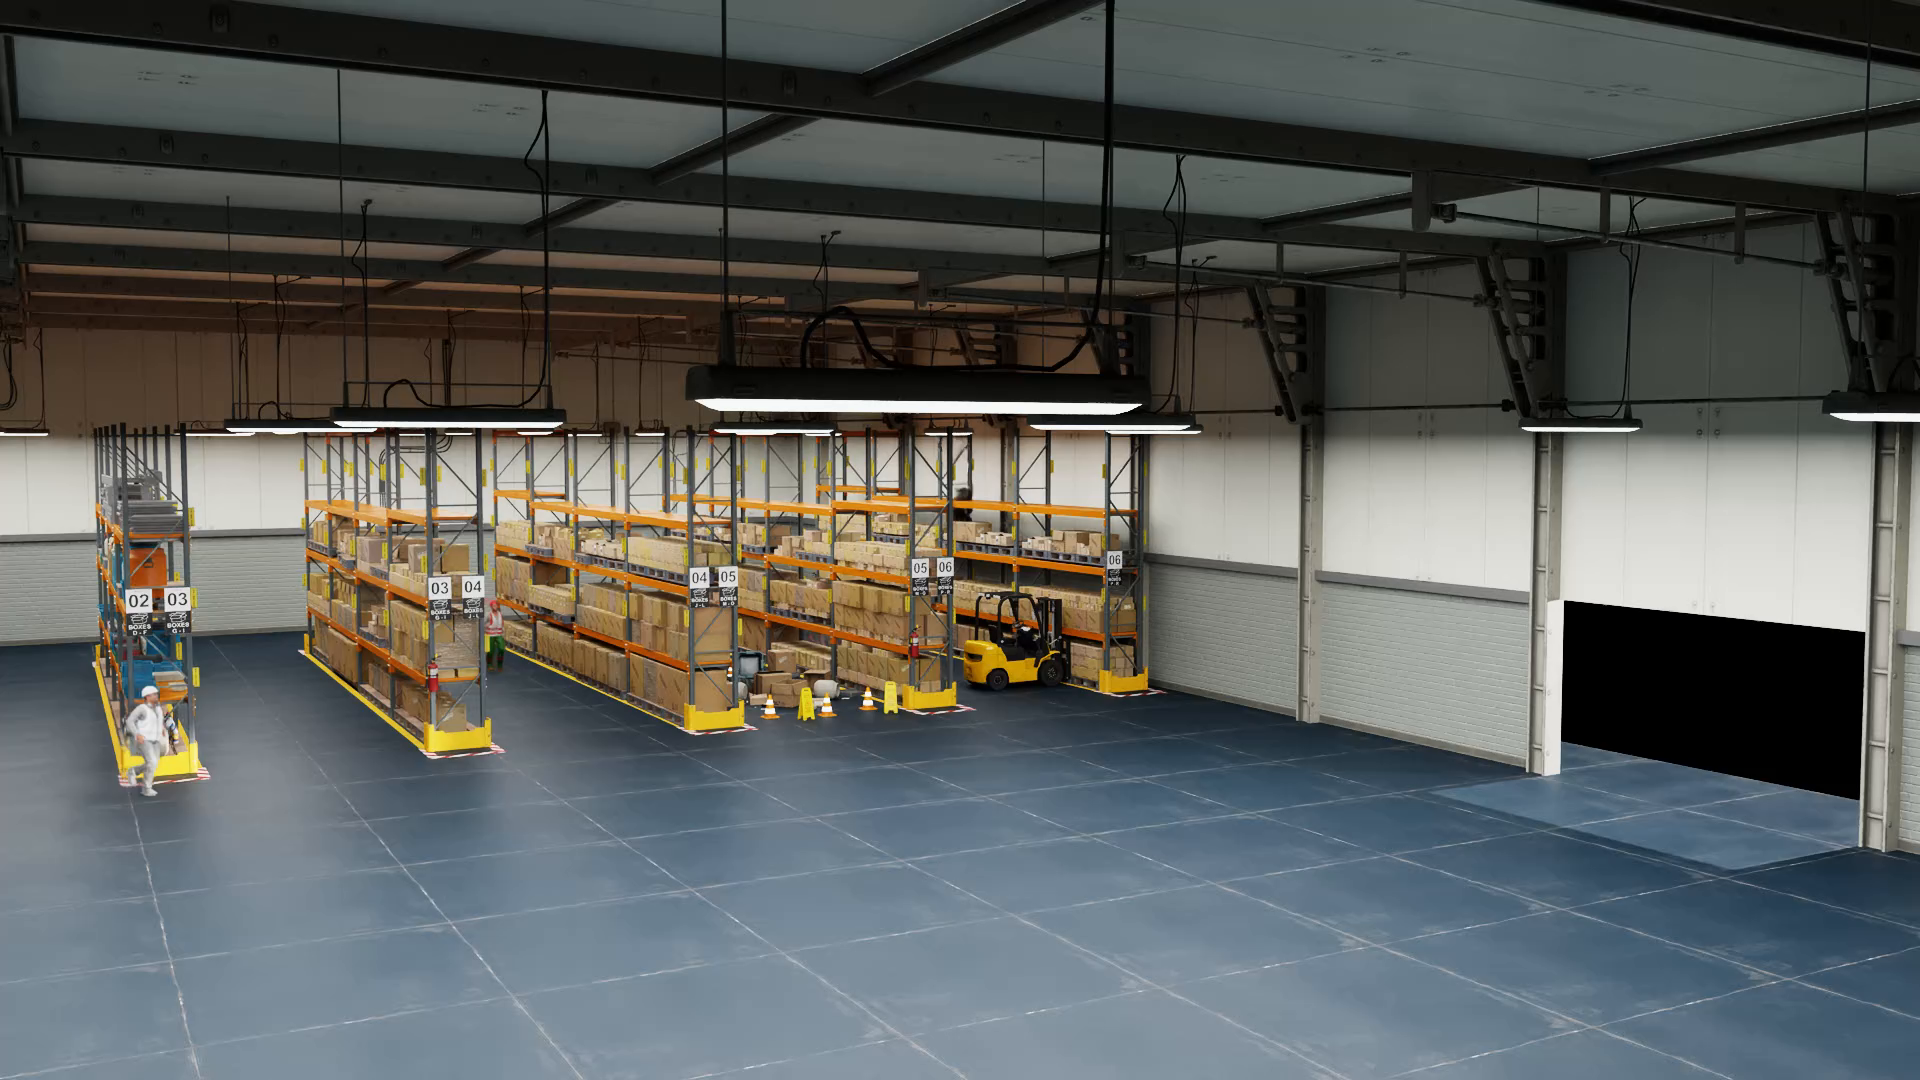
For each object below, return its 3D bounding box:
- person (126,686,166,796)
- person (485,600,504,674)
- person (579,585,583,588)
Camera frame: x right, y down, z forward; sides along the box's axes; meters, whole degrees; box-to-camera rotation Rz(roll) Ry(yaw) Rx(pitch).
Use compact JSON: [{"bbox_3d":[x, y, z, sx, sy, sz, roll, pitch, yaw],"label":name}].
[{"bbox_3d":[-13.207,3.243,27.003,0.710,1.725,0.702,1,4,15],"label":"person"},{"bbox_3d":[-11.436,2.373,40.716,0.607,1.823,0.612,-2,4,-35],"label":"person"},{"bbox_3d":[-10.763,2.078,47.500,1.009,1.588,0.504,3,5,40],"label":"person"}]
